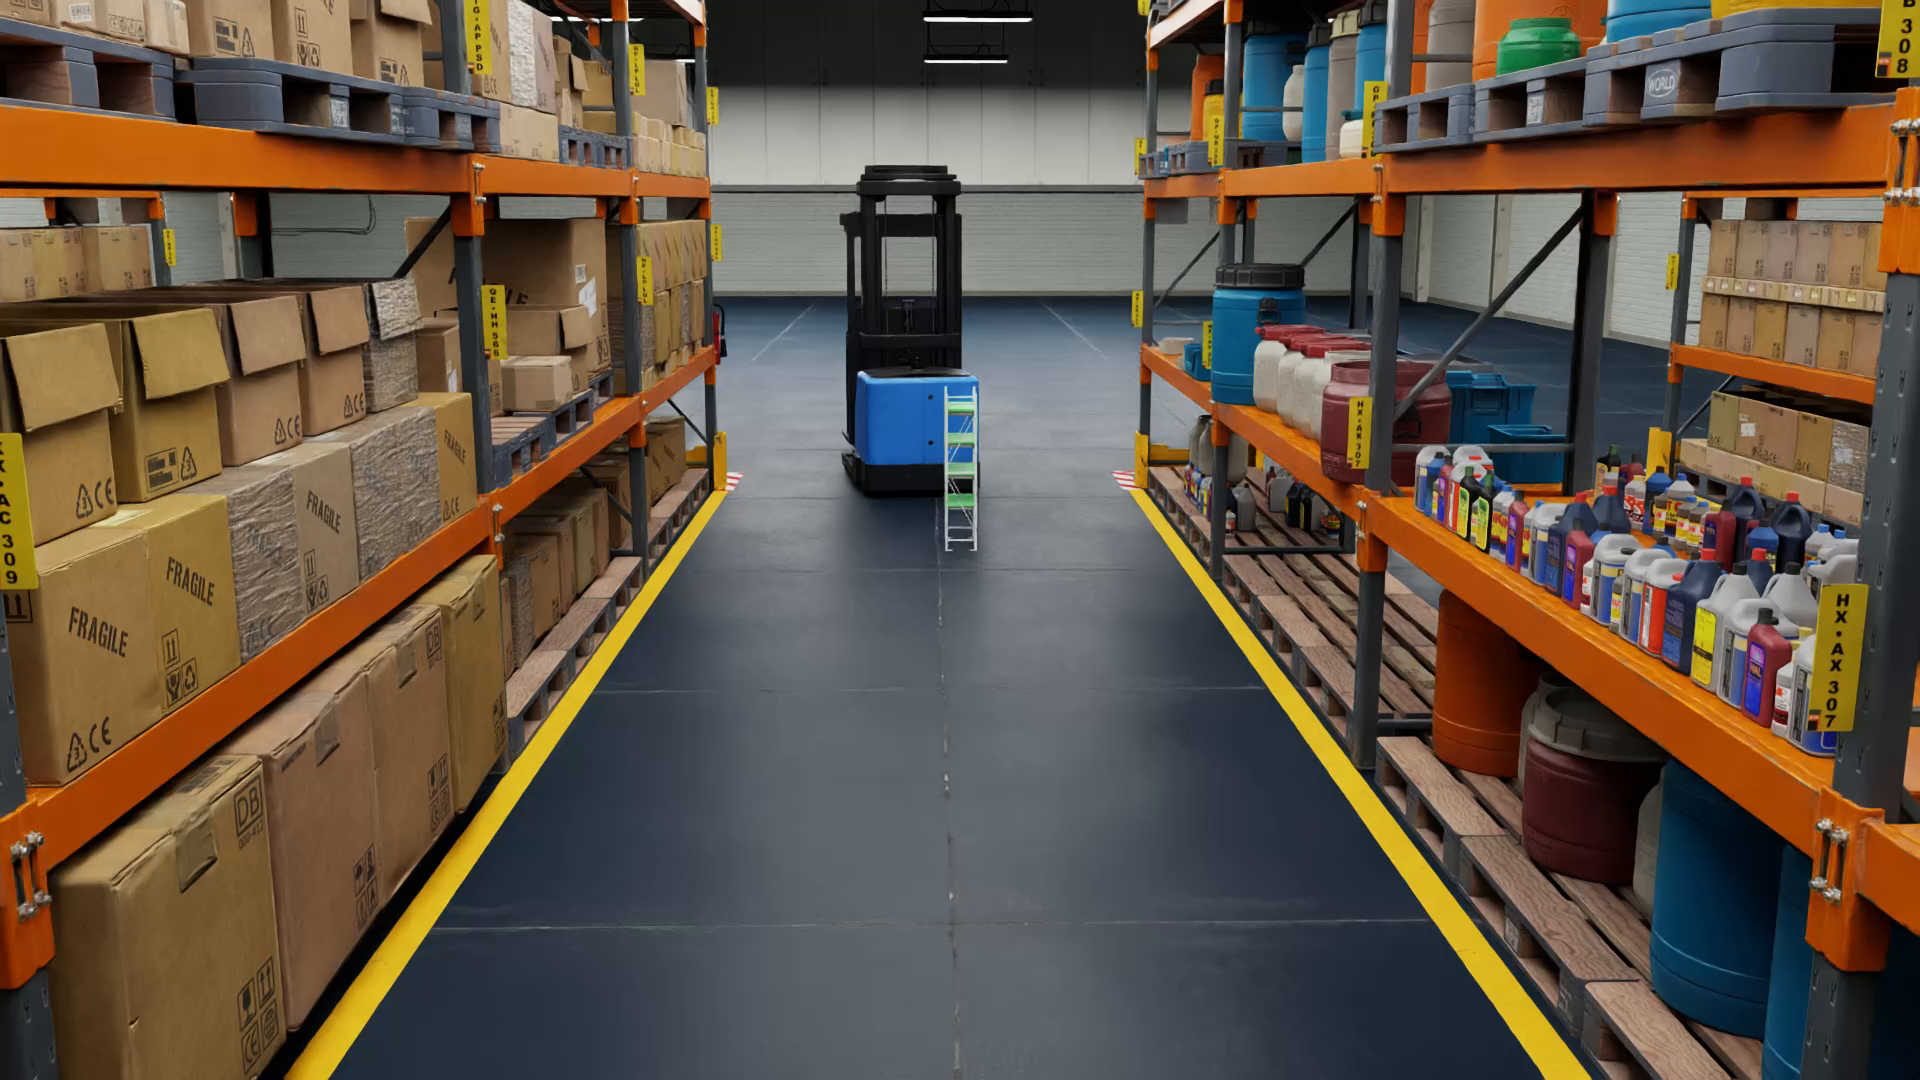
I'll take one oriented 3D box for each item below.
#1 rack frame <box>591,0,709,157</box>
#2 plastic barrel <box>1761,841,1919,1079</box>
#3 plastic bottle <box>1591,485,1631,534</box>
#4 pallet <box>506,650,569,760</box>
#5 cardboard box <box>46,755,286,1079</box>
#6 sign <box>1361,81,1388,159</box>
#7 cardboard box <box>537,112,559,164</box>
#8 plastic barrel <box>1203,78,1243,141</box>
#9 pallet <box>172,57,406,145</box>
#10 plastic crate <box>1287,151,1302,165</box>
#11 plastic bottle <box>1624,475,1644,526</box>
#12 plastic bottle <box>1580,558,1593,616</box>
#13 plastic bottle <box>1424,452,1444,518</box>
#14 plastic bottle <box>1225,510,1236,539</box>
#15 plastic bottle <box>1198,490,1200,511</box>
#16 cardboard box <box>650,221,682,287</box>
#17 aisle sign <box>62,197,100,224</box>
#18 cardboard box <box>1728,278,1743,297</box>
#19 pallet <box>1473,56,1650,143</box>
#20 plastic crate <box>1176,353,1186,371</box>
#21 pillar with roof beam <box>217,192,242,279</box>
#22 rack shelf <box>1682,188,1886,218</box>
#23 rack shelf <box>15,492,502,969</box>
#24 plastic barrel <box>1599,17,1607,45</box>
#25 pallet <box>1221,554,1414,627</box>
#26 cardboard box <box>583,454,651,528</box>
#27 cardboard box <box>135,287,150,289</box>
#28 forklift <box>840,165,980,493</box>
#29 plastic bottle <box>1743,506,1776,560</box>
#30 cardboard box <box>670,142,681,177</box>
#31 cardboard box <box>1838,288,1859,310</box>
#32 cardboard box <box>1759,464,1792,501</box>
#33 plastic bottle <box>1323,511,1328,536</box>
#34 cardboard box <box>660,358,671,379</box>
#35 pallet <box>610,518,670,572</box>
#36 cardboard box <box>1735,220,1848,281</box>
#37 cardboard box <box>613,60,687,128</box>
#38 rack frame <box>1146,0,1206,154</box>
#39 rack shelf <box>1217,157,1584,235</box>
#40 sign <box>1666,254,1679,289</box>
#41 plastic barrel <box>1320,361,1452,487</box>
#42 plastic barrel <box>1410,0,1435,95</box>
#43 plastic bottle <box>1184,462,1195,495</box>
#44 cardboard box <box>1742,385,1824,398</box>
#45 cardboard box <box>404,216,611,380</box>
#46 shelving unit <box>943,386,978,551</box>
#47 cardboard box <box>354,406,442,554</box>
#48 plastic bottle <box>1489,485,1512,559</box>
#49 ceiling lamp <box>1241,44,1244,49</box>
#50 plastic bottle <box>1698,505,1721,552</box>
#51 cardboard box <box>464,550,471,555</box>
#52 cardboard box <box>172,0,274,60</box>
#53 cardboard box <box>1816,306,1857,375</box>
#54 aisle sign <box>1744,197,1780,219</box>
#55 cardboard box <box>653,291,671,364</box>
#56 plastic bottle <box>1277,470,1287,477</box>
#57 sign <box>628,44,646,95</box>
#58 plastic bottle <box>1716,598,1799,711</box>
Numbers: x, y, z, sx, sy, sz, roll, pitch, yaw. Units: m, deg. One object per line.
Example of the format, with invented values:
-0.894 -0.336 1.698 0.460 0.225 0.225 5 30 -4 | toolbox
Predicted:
-2.768 -4.917 14.665 1.000 3.000 0.127 0 11 -1 | rack frame
2.437 1.102 4.304 0.600 0.901 0.708 0 11 -1 | plastic barrel
2.212 -0.016 5.717 0.144 0.351 0.185 0 11 -1 | plastic bottle
-2.618 0.824 8.466 1.003 0.211 1.213 0 11 -1 | pallet
-2.554 1.116 4.299 1.225 0.875 0.875 0 11 -1 | cardboard box
1.799 -1.822 7.217 0.100 0.325 0.005 0 11 -1 | sign
-2.389 -2.082 8.611 0.500 0.250 0.500 0 11 0 | cardboard box
2.334 -3.540 13.888 0.600 0.588 0.600 0 11 0 | plastic barrel
-2.511 -1.414 5.418 1.003 0.211 1.213 0 11 1 | pallet
2.506 -2.883 12.717 0.336 0.188 0.450 0 11 -1 | plastic crate
2.773 -0.162 6.815 0.097 0.201 0.097 0 11 0 | plastic bottle
2.045 0.139 5.327 0.097 0.201 0.097 0 11 0 | plastic bottle
2.010 -0.234 6.991 0.097 0.271 0.097 0 11 0 | plastic bottle
1.947 -0.118 12.026 0.097 0.201 0.097 0 11 0 | plastic bottle
1.925 -0.332 13.081 0.097 0.201 0.097 0 11 0 | plastic bottle
-2.484 -2.256 13.119 0.500 0.500 0.500 0 11 -1 | cardboard box
-8.031 -3.264 15.065 0.394 0.787 0.004 0 11 -1 | aisle sign
6.941 -2.203 14.492 0.380 0.149 0.250 0 11 -1 | cardboard box
2.291 -1.371 5.201 1.003 0.211 1.213 0 11 -1 | pallet
1.979 -1.395 13.054 0.530 0.136 0.437 0 11 -1 | plastic crate
-14.841 -10.695 43.141 9.100 9.000 0.548 0 11 -1 | pillar with roof beam
7.177 -2.737 13.272 1.077 0.370 4.000 0 11 -1 | rack shelf
-2.562 0.363 5.534 1.077 0.370 4.000 0 11 -1 | rack shelf
2.517 -1.803 6.149 0.301 0.262 0.301 0 11 0 | plastic barrel
2.321 0.320 10.951 1.003 0.211 1.213 0 11 -1 | pallet
-2.673 -0.356 12.502 0.500 0.500 0.500 4 12 17 | cardboard box
-7.676 -1.977 14.882 0.875 0.550 0.550 0 11 -1 | cardboard box
-0.568 -2.109 16.084 1.130 2.935 3.031 -2 12 -9 | forklift
2.753 0.019 5.714 0.061 0.283 0.133 0 11 -1 | plastic bottle
-2.474 -2.978 13.026 0.500 0.250 0.500 0 11 -2 | cardboard box
6.979 -1.844 12.724 0.380 0.149 0.250 0 11 -1 | cardboard box
6.954 -0.470 13.690 0.500 0.250 0.500 0 11 -1 | cardboard box
2.696 -0.132 12.097 0.097 0.201 0.097 0 11 0 | plastic bottle
-2.393 -1.302 12.564 0.380 0.149 0.250 0 11 -1 | cardboard box
-2.735 0.051 12.276 1.003 0.211 1.213 0 11 -1 | pallet
7.150 -2.494 14.294 0.700 0.500 0.500 -1 11 -3 | cardboard box
-2.483 -3.580 13.360 0.500 0.500 0.500 0 11 -1 | cardboard box
2.183 -4.938 14.765 1.000 3.000 0.127 0 11 -1 | rack frame
2.307 -1.922 9.256 1.077 0.370 4.000 0 11 -1 | rack shelf
6.581 -2.479 15.359 0.100 0.325 0.005 0 11 -1 | sign
2.036 -0.565 7.958 0.600 0.536 0.708 0 11 -1 | plastic barrel
2.535 -2.382 8.632 0.600 0.830 0.708 0 11 -1 | plastic barrel
1.909 -0.514 13.806 0.097 0.271 0.097 0 11 0 | plastic bottle
7.444 -1.138 15.096 0.500 0.500 0.500 0 11 -1 | cardboard box
-2.809 -1.523 10.459 1.000 1.000 1.000 0 11 -1 | cardboard box
0.003 -0.555 12.778 0.258 1.200 0.503 0 11 -1 | shelving unit
-2.341 -0.240 6.446 0.500 0.500 0.500 0 11 -2 | cardboard box
2.027 -0.069 6.181 0.097 0.271 0.097 0 11 0 | plastic bottle
7.468 -12.879 39.225 2.000 3.185 0.800 0 11 -1 | ceiling lamp
2.787 -0.027 6.148 0.097 0.201 0.097 0 11 0 | plastic bottle
-2.647 0.122 8.209 0.500 0.250 0.500 0 11 1 | cardboard box
-2.540 -1.708 5.071 0.797 0.503 0.637 0 11 -2 | cardboard box
7.179 -1.564 12.972 0.700 0.500 0.500 0 11 0 | cardboard box
7.428 -3.306 15.270 0.394 0.787 0.004 0 11 -1 | aisle sign
-2.608 -1.566 12.235 0.875 0.500 0.500 0 11 -1 | cardboard box
2.640 -0.437 13.414 0.152 0.276 0.135 -1 11 -3 | plastic bottle
-2.131 -3.102 10.968 0.100 0.325 0.005 0 11 -1 | sign
2.093 0.299 4.354 0.152 0.276 0.135 0 11 -1 | plastic bottle
